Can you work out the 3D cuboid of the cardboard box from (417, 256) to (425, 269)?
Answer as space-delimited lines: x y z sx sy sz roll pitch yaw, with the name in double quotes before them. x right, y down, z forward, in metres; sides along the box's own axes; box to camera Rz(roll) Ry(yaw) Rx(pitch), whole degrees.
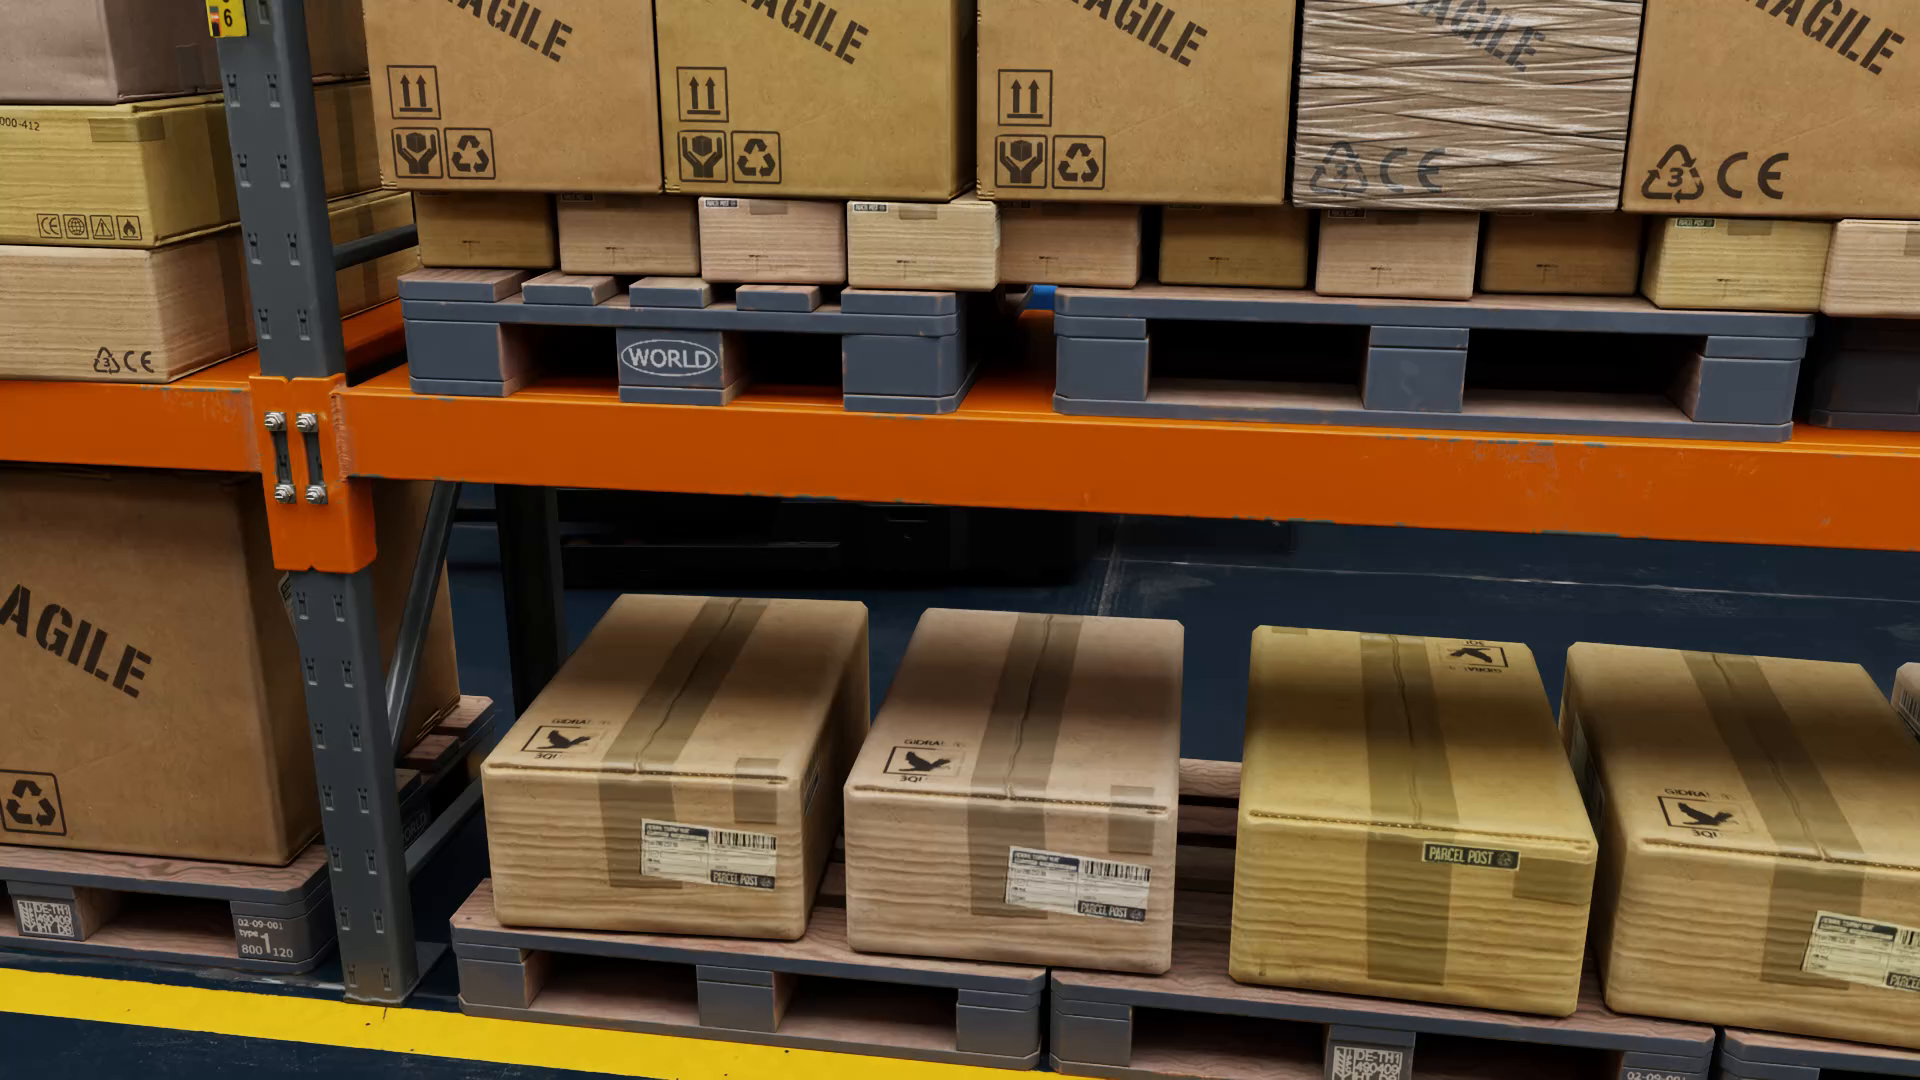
"cardboard box" -2.837 -1.243 8.568 0.500 0.500 0.500 2 19 7

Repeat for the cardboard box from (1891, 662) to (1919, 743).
"cardboard box" 2.299 0.605 3.247 0.625 0.372 0.950 3 19 9

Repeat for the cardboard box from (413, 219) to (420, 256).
"cardboard box" -2.687 -1.548 8.458 0.250 0.149 0.380 4 19 11

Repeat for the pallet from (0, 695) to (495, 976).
"pallet" -1.899 0.641 4.054 1.213 0.211 1.003 3 19 9

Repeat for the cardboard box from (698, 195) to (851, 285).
"cardboard box" -0.304 -0.570 3.014 0.250 0.149 0.380 2 19 5

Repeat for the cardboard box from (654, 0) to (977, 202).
"cardboard box" -0.209 -0.886 2.936 0.500 0.500 0.500 4 19 11

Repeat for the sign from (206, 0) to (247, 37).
"sign" -1.217 -0.993 2.718 0.005 0.325 0.100 3 19 9

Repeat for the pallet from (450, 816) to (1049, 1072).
"pallet" -0.361 0.744 3.746 1.213 0.211 1.003 3 19 9

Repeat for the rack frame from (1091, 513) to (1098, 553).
"rack frame" 0.499 -0.726 6.110 0.023 1.500 0.400 0 19 1

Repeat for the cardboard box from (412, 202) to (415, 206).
"cardboard box" -3.130 -1.742 9.037 0.250 0.149 0.380 2 19 6

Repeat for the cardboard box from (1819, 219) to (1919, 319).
"cardboard box" 1.496 -0.468 2.709 0.250 0.149 0.380 3 19 9

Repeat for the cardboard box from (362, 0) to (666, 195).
"cardboard box" -0.725 -0.910 3.008 0.500 0.500 0.500 2 19 7

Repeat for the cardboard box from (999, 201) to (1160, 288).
"cardboard box" 0.215 -0.562 2.990 0.250 0.149 0.380 4 19 12

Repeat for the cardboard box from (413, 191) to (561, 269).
"cardboard box" -0.841 -0.623 3.172 0.250 0.149 0.380 2 19 5

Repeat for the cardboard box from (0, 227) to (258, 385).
"cardboard box" -1.673 -0.491 3.279 0.500 0.250 0.500 2 19 7

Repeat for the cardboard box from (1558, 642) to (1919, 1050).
"cardboard box" 1.589 0.570 3.352 0.625 0.372 0.950 4 19 12

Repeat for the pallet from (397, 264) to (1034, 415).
"pallet" -0.412 -0.524 3.445 1.003 0.211 1.213 3 19 9

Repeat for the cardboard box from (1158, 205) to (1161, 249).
"cardboard box" 0.510 -0.689 3.368 0.250 0.149 0.380 3 19 9

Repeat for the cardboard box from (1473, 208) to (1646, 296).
"cardboard box" 1.017 -0.537 2.915 0.250 0.149 0.380 2 19 7

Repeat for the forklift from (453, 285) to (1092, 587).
"forklift" -1.048 -1.394 5.850 3.031 2.935 1.130 0 19 1

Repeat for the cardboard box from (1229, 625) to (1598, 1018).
"cardboard box" 0.902 0.535 3.455 0.625 0.372 0.950 4 19 10

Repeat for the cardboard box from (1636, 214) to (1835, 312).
"cardboard box" 1.260 -0.492 2.779 0.250 0.149 0.380 3 19 9

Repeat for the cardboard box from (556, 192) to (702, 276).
"cardboard box" -0.567 -0.598 3.098 0.250 0.149 0.380 2 19 5

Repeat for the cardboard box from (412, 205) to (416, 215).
"cardboard box" -2.866 -1.711 8.945 0.250 0.149 0.380 3 19 10

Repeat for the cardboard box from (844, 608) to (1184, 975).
"cardboard box" 0.154 0.495 3.575 0.625 0.372 0.950 3 19 8

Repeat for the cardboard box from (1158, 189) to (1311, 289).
"cardboard box" 0.500 -0.560 2.984 0.250 0.149 0.380 4 19 11

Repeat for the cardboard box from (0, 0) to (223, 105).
"cardboard box" -1.684 -1.083 3.080 0.500 0.500 0.500 2 19 7

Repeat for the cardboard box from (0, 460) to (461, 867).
"cardboard box" -1.801 0.130 3.874 0.875 0.875 0.875 3 19 8

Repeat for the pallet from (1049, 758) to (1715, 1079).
"pallet" 0.840 0.807 3.560 1.213 0.211 1.003 3 19 9

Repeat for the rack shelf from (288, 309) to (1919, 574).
"rack shelf" 0.843 -0.176 3.235 4.000 0.370 1.077 3 19 9

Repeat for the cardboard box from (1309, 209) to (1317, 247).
"cardboard box" 0.771 -0.702 3.407 0.250 0.149 0.380 2 19 7

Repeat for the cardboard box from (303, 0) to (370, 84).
"cardboard box" -1.580 -1.241 3.551 0.500 0.500 0.500 2 19 7

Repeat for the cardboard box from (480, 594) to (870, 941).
"cardboard box" -0.576 0.461 3.678 0.625 0.372 0.950 2 19 5

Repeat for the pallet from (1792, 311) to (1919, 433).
"pallet" 2.086 -0.409 3.102 1.213 0.211 1.003 3 19 9

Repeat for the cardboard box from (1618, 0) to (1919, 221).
"cardboard box" 1.326 -0.808 2.702 0.500 0.500 0.500 4 19 11

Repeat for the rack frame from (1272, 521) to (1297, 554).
"rack frame" 1.231 -0.723 6.102 0.023 1.500 0.400 0 19 1

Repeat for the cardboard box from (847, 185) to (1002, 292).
"cardboard box" -0.036 -0.550 2.953 0.250 0.149 0.380 3 19 9

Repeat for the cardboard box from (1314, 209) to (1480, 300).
"cardboard box" 0.747 -0.527 2.884 0.250 0.149 0.380 4 19 10

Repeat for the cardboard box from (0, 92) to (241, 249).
"cardboard box" -1.651 -0.728 3.201 0.500 0.250 0.500 3 19 8

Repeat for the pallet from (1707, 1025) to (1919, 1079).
"pallet" 2.048 0.867 3.379 1.213 0.211 1.003 3 19 9

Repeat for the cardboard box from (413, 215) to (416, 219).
"cardboard box" -2.931 -1.561 8.498 0.250 0.149 0.380 3 19 9

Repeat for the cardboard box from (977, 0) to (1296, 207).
"cardboard box" 0.316 -0.862 2.863 0.500 0.500 0.500 3 19 10

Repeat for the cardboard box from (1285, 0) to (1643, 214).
"cardboard box" 0.809 -0.834 2.780 0.500 0.500 0.500 2 19 7

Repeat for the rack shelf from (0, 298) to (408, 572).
"rack shelf" -3.107 -0.377 3.837 4.000 0.370 1.077 3 19 9

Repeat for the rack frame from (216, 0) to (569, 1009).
"rack frame" -1.132 -0.618 3.422 0.127 3.000 1.000 3 19 9

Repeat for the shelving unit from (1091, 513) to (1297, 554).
"shelving unit" 0.865 -0.725 6.106 0.755 1.500 0.431 0 19 1

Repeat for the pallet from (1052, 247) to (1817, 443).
"pallet" 0.829 -0.440 3.193 1.213 0.211 1.003 3 19 9

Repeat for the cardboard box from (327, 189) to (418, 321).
"cardboard box" -1.575 -0.650 3.755 0.500 0.250 0.500 3 19 8

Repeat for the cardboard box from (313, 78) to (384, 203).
"cardboard box" -1.593 -0.887 3.674 0.500 0.250 0.500 3 19 8
